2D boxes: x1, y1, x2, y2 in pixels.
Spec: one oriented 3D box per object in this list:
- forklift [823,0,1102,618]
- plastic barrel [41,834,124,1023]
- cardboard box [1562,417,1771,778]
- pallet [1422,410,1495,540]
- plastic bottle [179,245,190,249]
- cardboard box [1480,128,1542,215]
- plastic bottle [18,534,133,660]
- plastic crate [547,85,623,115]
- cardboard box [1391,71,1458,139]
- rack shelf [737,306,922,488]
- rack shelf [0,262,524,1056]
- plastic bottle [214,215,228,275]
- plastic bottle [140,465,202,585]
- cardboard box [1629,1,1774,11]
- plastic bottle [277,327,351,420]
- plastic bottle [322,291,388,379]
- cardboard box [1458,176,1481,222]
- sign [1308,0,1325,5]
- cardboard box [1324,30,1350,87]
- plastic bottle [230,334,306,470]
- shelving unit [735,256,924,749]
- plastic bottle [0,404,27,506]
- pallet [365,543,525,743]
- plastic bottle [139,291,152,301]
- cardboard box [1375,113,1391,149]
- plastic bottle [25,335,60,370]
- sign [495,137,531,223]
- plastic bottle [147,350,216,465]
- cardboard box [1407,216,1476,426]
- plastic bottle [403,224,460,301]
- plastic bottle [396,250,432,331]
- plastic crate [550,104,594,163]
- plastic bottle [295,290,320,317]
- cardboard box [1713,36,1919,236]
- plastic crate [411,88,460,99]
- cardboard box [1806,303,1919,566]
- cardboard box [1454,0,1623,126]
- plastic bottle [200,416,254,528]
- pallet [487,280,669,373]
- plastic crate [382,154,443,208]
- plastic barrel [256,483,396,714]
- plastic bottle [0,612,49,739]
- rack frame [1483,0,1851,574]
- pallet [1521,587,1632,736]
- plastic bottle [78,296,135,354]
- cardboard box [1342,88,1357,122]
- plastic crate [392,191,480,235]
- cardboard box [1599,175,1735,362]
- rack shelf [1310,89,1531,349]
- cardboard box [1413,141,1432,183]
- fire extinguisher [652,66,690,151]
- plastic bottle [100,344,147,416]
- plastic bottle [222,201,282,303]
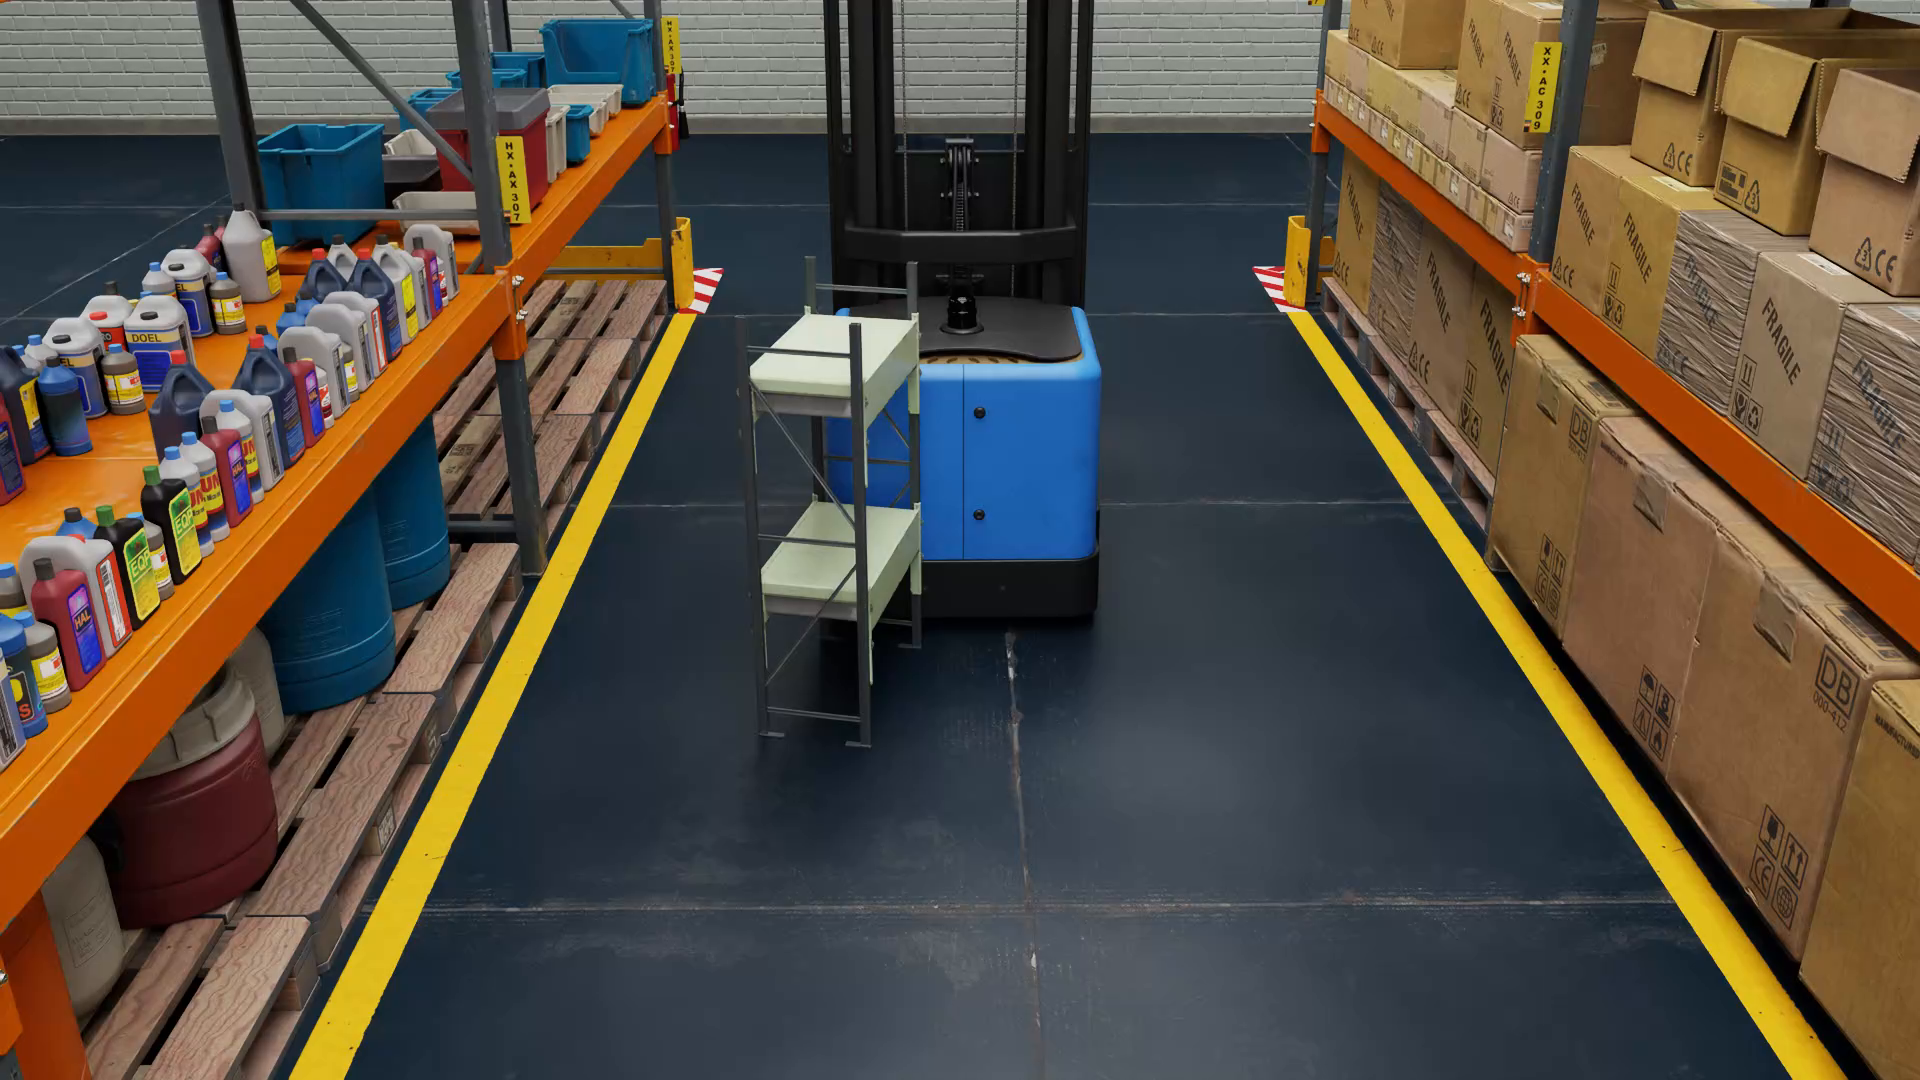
[{"bbox_3d":[-0.010,-1.595,7.220,1.130,2.935,3.031,0,24,-1],"label":"forklift"},{"bbox_3d":[-2.309,0.927,4.071,0.421,0.512,0.421,0,24,0],"label":"plastic barrel"},{"bbox_3d":[2.755,0.156,5.333,1.225,0.875,0.875,-1,24,-2],"label":"cardboard box"},{"bbox_3d":[2.788,-0.295,7.647,1.003,0.211,1.213,0,24,-1],"label":"pallet"},{"bbox_3d":[-2.636,-0.876,5.703,0.097,0.271,0.097,0,24,0],"label":"plastic bottle"},{"bbox_3d":[2.450,-1.500,6.748,0.500,0.250,0.500,-1,24,-2],"label":"cardboard box"},{"bbox_3d":[-1.878,0.104,3.530,0.152,0.276,0.135,0,24,-1],"label":"plastic bottle"},{"bbox_3d":[-2.089,-2.450,9.275,0.396,0.136,0.243,0,24,-1],"label":"plastic crate"},{"bbox_3d":[2.434,-2.133,8.146,0.500,0.250,0.500,-1,24,-2],"label":"cardboard box"},{"bbox_3d":[-0.421,-0.495,5.578,0.431,0.370,0.720,5,25,11],"label":"rack shelf"},{"bbox_3d":[-2.213,-0.078,4.656,1.077,0.370,4.000,0,24,-1],"label":"rack shelf"},{"bbox_3d":[-2.658,-1.024,6.015,0.061,0.283,0.133,0,24,-1],"label":"plastic bottle"},{"bbox_3d":[-1.836,-0.050,3.861,0.061,0.283,0.133,0,24,-1],"label":"plastic bottle"},{"bbox_3d":[2.968,-1.860,6.633,0.500,0.500,0.500,0,24,-1],"label":"cardboard box"},{"bbox_3d":[-1.894,-0.503,4.873,0.152,0.276,0.135,0,24,-1],"label":"plastic bottle"},{"bbox_3d":[-1.898,-0.654,5.207,0.152,0.276,0.135,0,24,-1],"label":"plastic bottle"},{"bbox_3d":[2.381,-1.474,7.174,0.380,0.149,0.250,-1,24,-1],"label":"cardboard box"},{"bbox_3d":[2.119,-3.331,9.828,0.100,0.325,0.005,0,24,-1],"label":"sign"},{"bbox_3d":[2.409,-2.769,9.553,0.500,0.250,0.500,-1,24,-2],"label":"cardboard box"},{"bbox_3d":[-1.886,-0.376,4.502,0.144,0.351,0.185,0,24,-1],"label":"plastic bottle"},{"bbox_3d":[-0.421,-0.139,5.738,0.431,1.500,0.755,5,25,11],"label":"shelving unit"},{"bbox_3d":[-2.493,-0.241,4.285,0.061,0.283,0.133,0,24,-1],"label":"plastic bottle"},{"bbox_3d":[-2.268,0.359,6.201,1.003,0.211,1.213,0,24,-1],"label":"pallet"},{"bbox_3d":[-2.632,-0.708,5.417,0.097,0.201,0.097,0,24,0],"label":"plastic bottle"},{"bbox_3d":[2.364,-2.109,8.577,0.380,0.149,0.250,-1,24,-1],"label":"cardboard box"},{"bbox_3d":[-2.624,-0.454,4.770,0.097,0.271,0.097,0,24,0],"label":"plastic bottle"},{"bbox_3d":[-1.685,-1.358,6.276,0.100,0.325,0.005,0,24,-1],"label":"sign"},{"bbox_3d":[-2.036,-0.320,4.378,0.144,0.351,0.185,0,24,-1],"label":"plastic bottle"},{"bbox_3d":[2.781,-1.119,8.152,0.875,0.875,0.875,0,24,-1],"label":"cardboard box"},{"bbox_3d":[-1.907,-1.013,5.999,0.152,0.276,0.135,0,24,-1],"label":"plastic bottle"},{"bbox_3d":[-1.903,-0.862,5.667,0.152,0.276,0.135,0,24,-1],"label":"plastic bottle"},{"bbox_3d":[-2.000,-1.984,8.128,0.416,0.233,0.300,0,24,-1],"label":"plastic crate"},{"bbox_3d":[-2.022,-0.644,5.190,0.097,0.271,0.097,0,24,0],"label":"plastic bottle"},{"bbox_3d":[2.729,-1.209,4.944,0.797,0.503,0.637,0,24,0],"label":"cardboard box"},{"bbox_3d":[-2.591,-2.184,8.568,0.416,0.233,0.300,0,24,-1],"label":"plastic crate"},{"bbox_3d":[2.500,-0.271,4.088,0.500,0.500,0.500,-1,24,-2],"label":"cardboard box"},{"bbox_3d":[2.444,-2.056,7.067,0.500,0.500,0.500,0,24,0],"label":"cardboard box"},{"bbox_3d":[-1.840,-0.185,4.160,0.061,0.283,0.133,0,24,-1],"label":"plastic bottle"},{"bbox_3d":[-2.308,-1.268,9.797,1.003,0.211,1.213,0,24,-1],"label":"pallet"},{"bbox_3d":[-2.516,-1.592,7.391,0.437,0.125,0.590,0,24,-1],"label":"plastic crate"},{"bbox_3d":[-2.238,0.051,5.535,0.600,0.901,0.708,0,24,-1],"label":"plastic barrel"},{"bbox_3d":[-1.847,0.249,3.215,0.097,0.271,0.097,0,24,0],"label":"plastic bottle"},{"bbox_3d":[2.718,-1.252,6.379,1.000,3.000,0.127,0,24,-1],"label":"rack frame"},{"bbox_3d":[2.801,0.336,6.251,1.003,0.211,1.213,0,24,-1],"label":"pallet"},{"bbox_3d":[-2.601,-0.600,5.086,0.152,0.276,0.135,0,24,-1],"label":"plastic bottle"},{"bbox_3d":[2.355,-2.427,9.281,0.380,0.149,0.250,-1,24,-2],"label":"cardboard box"},{"bbox_3d":[-2.097,-1.330,6.797,0.396,0.136,0.243,0,24,-1],"label":"plastic crate"},{"bbox_3d":[2.479,-0.900,5.479,0.500,0.500,0.500,0,24,0],"label":"cardboard box"},{"bbox_3d":[2.696,-1.749,8.349,1.077,0.370,4.000,0,24,-1],"label":"rack shelf"},{"bbox_3d":[2.372,-1.792,7.876,0.380,0.149,0.250,-1,24,-1],"label":"cardboard box"},{"bbox_3d":[-1.826,-2.737,10.209,0.296,0.674,0.183,0,24,-1],"label":"fire extinguisher"},{"bbox_3d":[-2.474,-0.478,4.908,0.097,0.201,0.097,0,24,0],"label":"plastic bottle"},{"bbox_3d":[-2.555,-1.044,5.979,0.144,0.351,0.185,0,24,-1],"label":"plastic bottle"}]
